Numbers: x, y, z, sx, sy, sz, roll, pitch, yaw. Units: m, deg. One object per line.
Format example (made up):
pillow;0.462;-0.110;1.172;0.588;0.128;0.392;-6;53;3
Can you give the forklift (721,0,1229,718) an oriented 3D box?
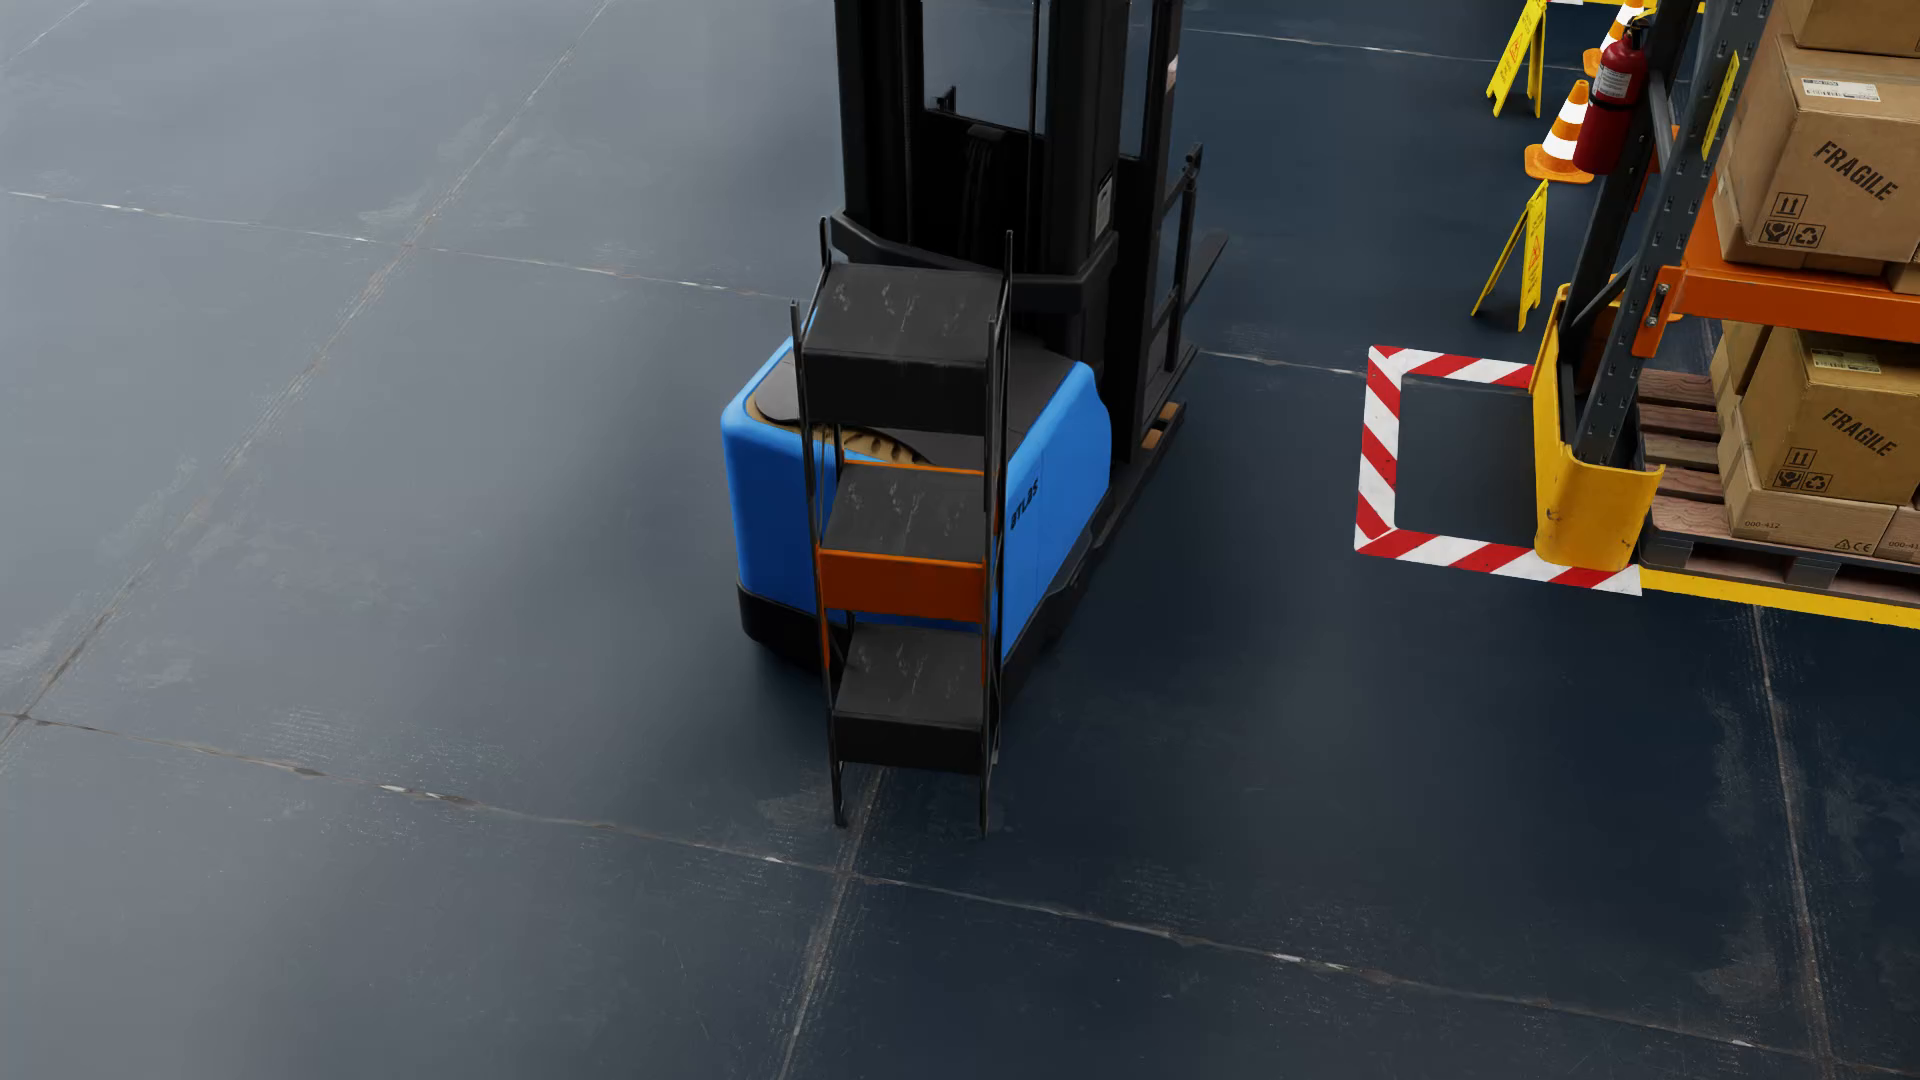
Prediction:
forklift;0.288;-1.466;5.900;1.130;2.935;3.031;18;47;18

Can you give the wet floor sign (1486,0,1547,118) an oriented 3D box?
wet floor sign;2.961;-2.562;8.687;0.232;0.644;0.267;2;44;2

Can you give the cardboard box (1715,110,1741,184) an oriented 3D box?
cardboard box;2.851;-1.378;5.941;0.250;0.149;0.380;10;45;10

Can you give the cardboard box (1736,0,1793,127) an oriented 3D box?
cardboard box;3.029;-1.628;5.732;0.500;0.500;0.500;8;44;8

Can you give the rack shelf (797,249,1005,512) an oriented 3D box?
rack shelf;-0.139;-0.424;4.427;0.480;0.518;0.431;5;44;6

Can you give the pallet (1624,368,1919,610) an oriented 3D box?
pallet;3.298;-0.217;6.564;1.213;0.211;1.003;9;45;9

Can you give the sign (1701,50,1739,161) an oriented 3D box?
sign;2.321;-1.325;5.080;0.005;0.325;0.100;9;45;9

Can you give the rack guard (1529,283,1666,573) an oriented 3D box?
rack guard;2.513;-0.468;6.617;0.348;0.500;1.175;9;45;9

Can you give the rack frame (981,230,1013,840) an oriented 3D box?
rack frame;0.103;0.093;4.880;0.015;2.100;0.400;5;44;6

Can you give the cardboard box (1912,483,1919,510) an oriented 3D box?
cardboard box;3.700;-0.422;5.906;0.500;0.500;0.500;7;44;8

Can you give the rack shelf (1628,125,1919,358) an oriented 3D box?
rack shelf;4.391;-0.818;5.697;4.000;0.370;1.077;9;45;9

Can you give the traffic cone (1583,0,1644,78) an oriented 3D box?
traffic cone;3.629;-2.790;9.056;0.334;0.463;0.336;9;45;9

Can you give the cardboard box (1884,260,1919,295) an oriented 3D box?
cardboard box;3.216;-0.975;5.521;0.250;0.149;0.380;8;44;8

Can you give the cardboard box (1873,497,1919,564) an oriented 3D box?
cardboard box;3.662;-0.149;6.163;0.500;0.250;0.500;10;45;11

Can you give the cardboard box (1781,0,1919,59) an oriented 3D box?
cardboard box;2.985;-1.954;5.350;0.500;0.500;0.700;8;44;8

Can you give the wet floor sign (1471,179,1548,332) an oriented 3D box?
wet floor sign;2.487;-1.285;7.361;0.232;0.644;0.267;24;49;23

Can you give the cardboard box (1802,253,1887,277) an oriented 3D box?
cardboard box;2.975;-1.070;5.620;0.250;0.149;0.380;9;45;10

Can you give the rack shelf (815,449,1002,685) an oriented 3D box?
rack shelf;-0.139;0.080;4.913;0.480;0.518;0.431;5;44;6

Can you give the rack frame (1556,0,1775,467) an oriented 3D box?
rack frame;2.439;-1.380;5.762;0.127;3.000;1.000;9;45;9

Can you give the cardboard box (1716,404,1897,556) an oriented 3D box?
cardboard box;3.166;-0.232;6.248;0.500;0.250;0.500;8;45;9

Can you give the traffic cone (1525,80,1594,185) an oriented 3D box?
traffic cone;3.051;-2.077;8.315;0.334;0.463;0.336;9;45;9

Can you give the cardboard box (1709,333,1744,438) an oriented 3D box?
cardboard box;3.310;-0.597;6.628;0.500;0.250;0.500;9;45;9

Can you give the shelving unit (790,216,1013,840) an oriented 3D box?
shelving unit;-0.139;0.070;4.903;0.503;2.100;0.431;5;44;6

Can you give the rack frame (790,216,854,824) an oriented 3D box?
rack frame;-0.381;0.048;4.927;0.015;2.100;0.400;5;44;6

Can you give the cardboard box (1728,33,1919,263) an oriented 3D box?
cardboard box;2.841;-1.264;5.355;0.500;0.500;0.500;8;45;8

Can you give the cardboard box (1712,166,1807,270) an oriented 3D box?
cardboard box;2.725;-1.098;5.650;0.250;0.149;0.380;9;45;9

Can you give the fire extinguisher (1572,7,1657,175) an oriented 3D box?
fire extinguisher;2.428;-1.682;6.131;0.183;0.674;0.296;9;45;9

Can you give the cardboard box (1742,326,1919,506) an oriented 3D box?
cardboard box;3.189;-0.499;5.985;0.500;0.500;0.500;7;44;8

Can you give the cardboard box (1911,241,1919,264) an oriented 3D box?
cardboard box;3.347;-1.188;5.275;0.500;0.500;0.500;10;45;10

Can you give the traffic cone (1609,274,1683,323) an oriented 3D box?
traffic cone;3.140;-1.274;7.481;0.334;0.463;0.336;9;45;9

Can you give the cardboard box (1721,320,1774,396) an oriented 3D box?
cardboard box;3.278;-0.866;6.367;0.500;0.500;0.500;9;45;9

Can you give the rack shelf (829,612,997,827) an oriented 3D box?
rack shelf;-0.138;0.584;5.399;0.480;0.518;0.431;5;44;6
